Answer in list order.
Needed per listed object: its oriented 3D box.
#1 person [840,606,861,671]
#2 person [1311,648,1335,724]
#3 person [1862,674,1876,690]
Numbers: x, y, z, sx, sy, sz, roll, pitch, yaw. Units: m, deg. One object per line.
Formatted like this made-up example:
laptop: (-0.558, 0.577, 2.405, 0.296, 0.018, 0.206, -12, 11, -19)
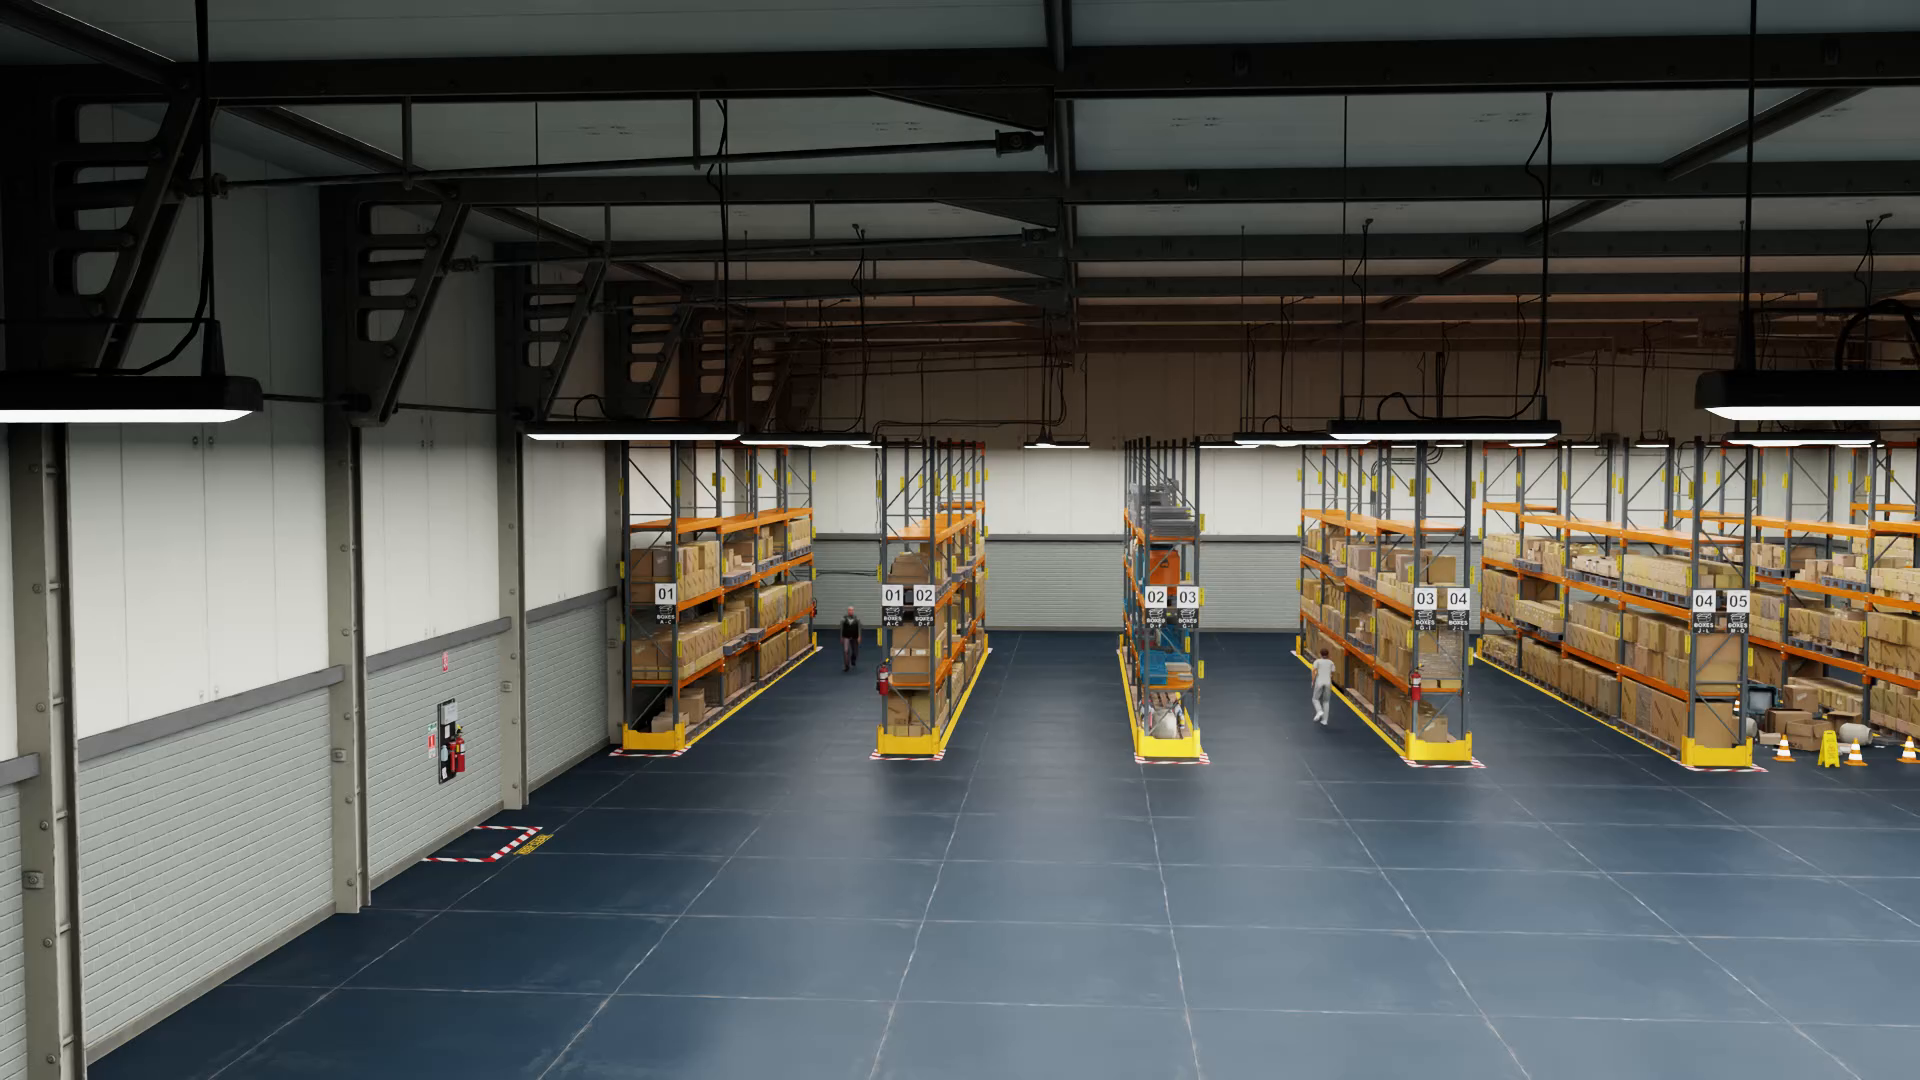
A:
person: (-2.864, 2.562, 43.508, 0.554, 1.669, 1.020, -1, 3, -12)
person: (7.661, 3.071, 35.097, 0.527, 1.562, 0.721, 0, 3, 6)
person: (20.947, 2.850, 38.374, 0.538, 1.602, 0.928, 0, 3, 6)
